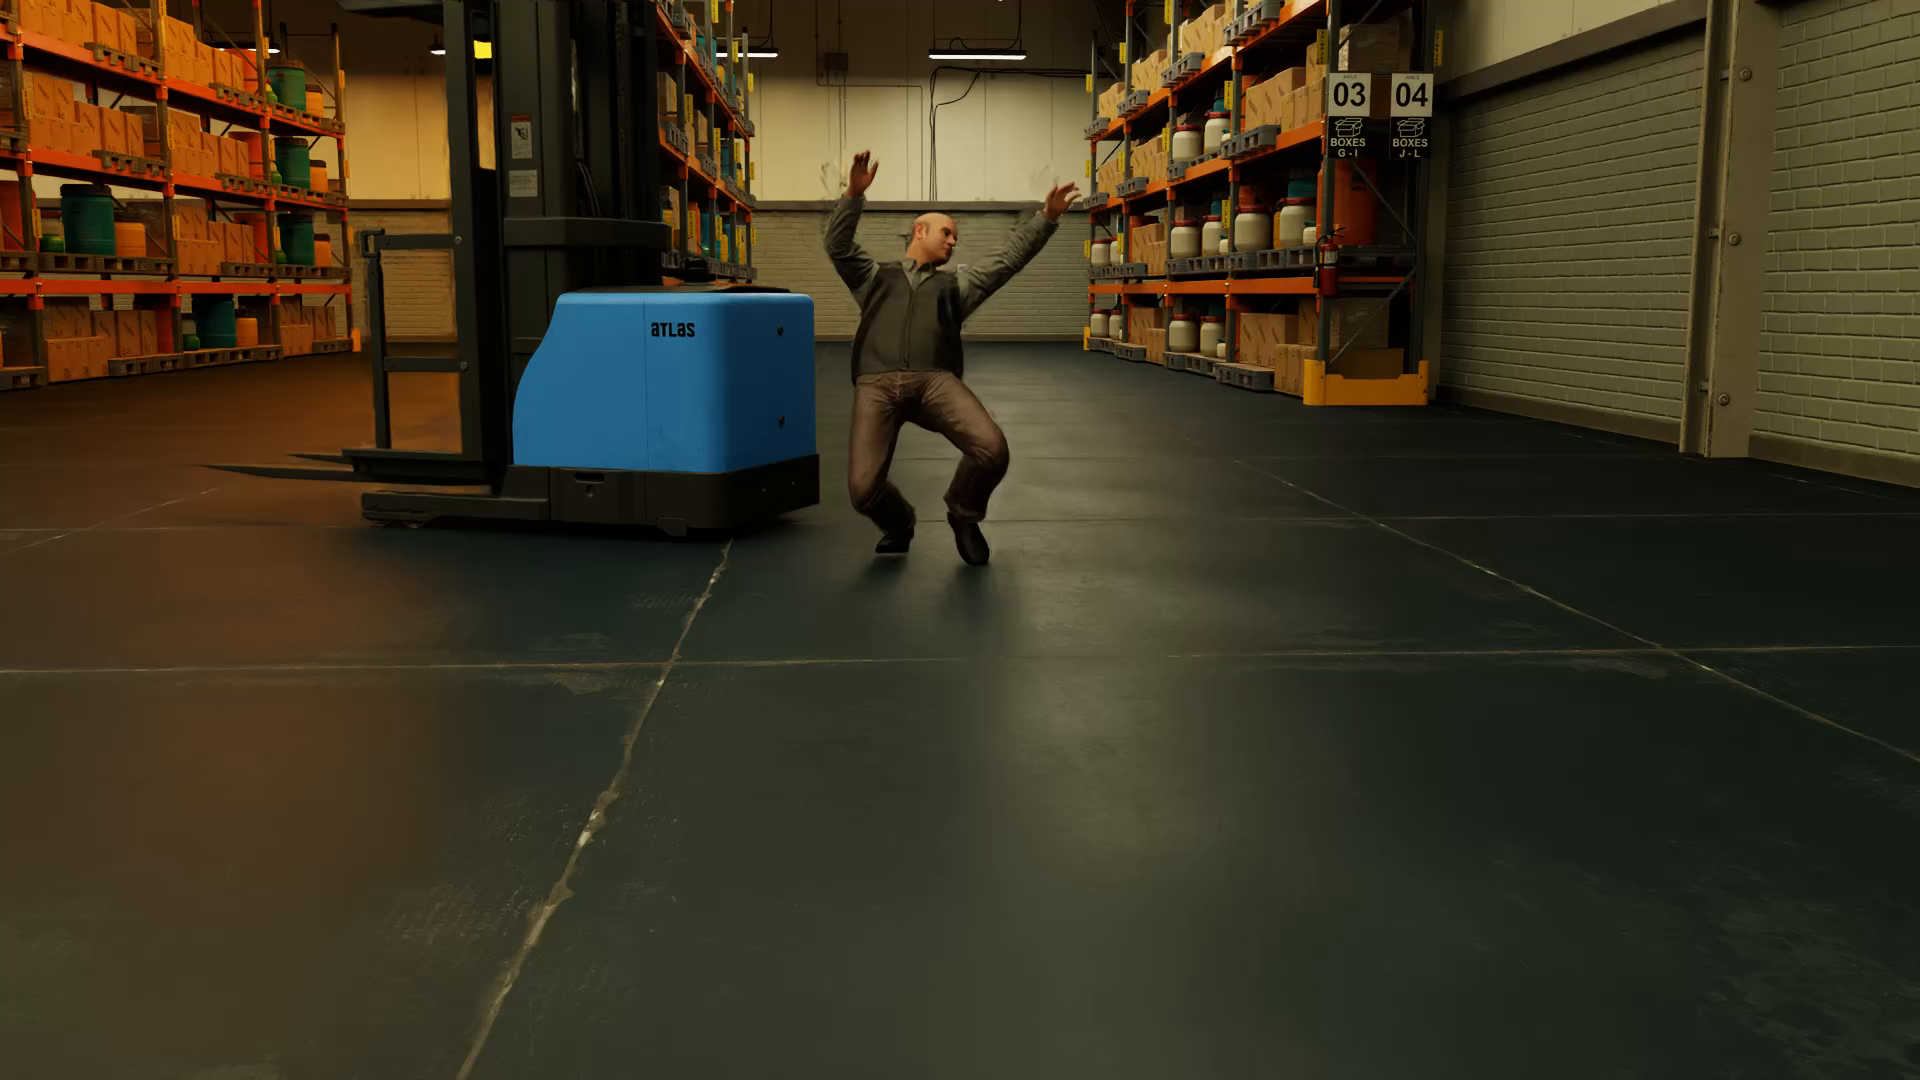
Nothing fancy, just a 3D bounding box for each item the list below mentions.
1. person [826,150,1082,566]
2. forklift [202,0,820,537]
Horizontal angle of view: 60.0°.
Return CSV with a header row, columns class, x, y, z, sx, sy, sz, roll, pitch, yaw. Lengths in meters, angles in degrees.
class,x,y,z,sx,sy,sz,roll,pitch,yaw
person,-0.024,-0.706,6.637,1.015,1.631,0.786,0,8,0
forklift,-2.250,-1.571,7.912,3.031,2.935,1.130,3,9,20
